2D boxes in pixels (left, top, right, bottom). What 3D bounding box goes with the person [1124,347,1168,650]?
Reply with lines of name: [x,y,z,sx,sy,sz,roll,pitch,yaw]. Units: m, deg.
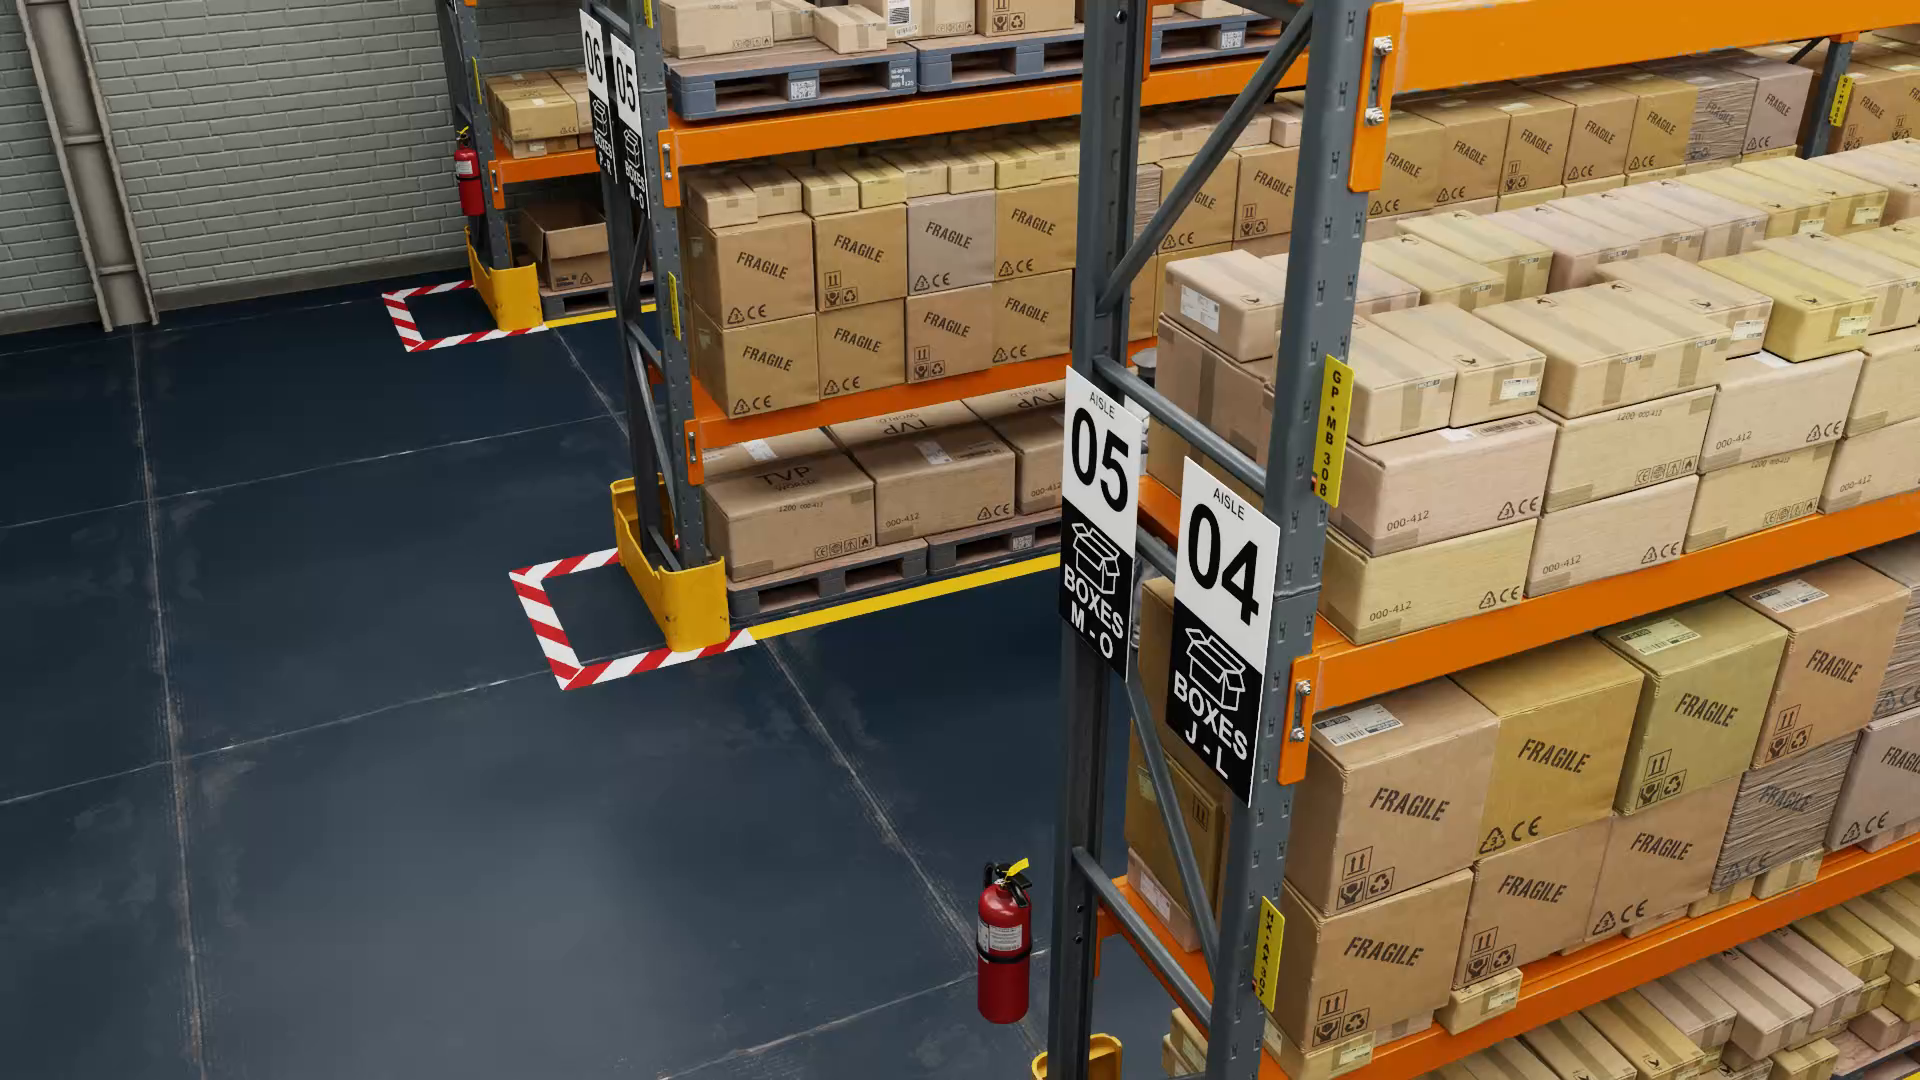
person: [0.967,-0.217,8.824,0.374,1.663,0.529,-13,32,-22]
